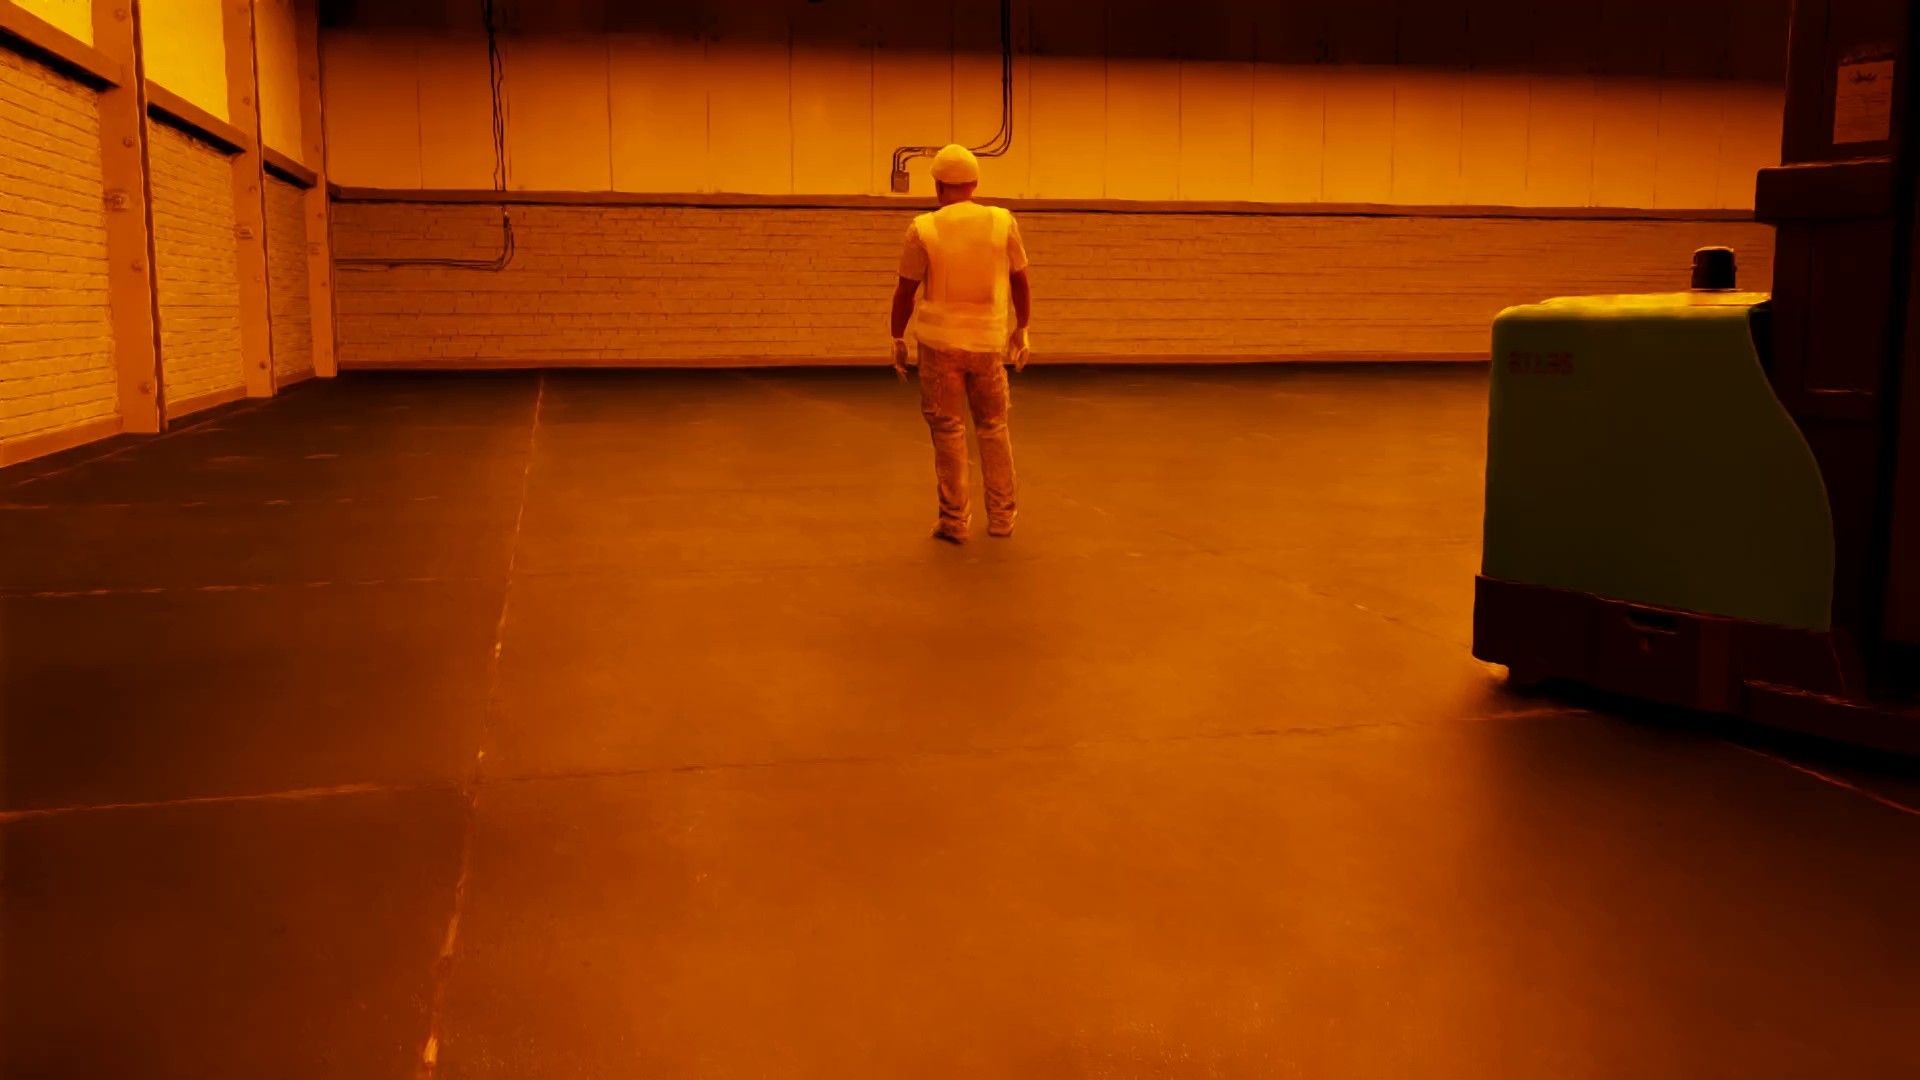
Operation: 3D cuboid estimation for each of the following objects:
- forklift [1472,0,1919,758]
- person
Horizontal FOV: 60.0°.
[{"bbox_3d":[2.715,-0.913,3.660,1.130,2.935,3.031,-5,10,-33],"label":"forklift"},{"bbox_3d":[-0.009,-0.900,7.654,0.655,1.782,0.576,-2,8,-13],"label":"person"}]
